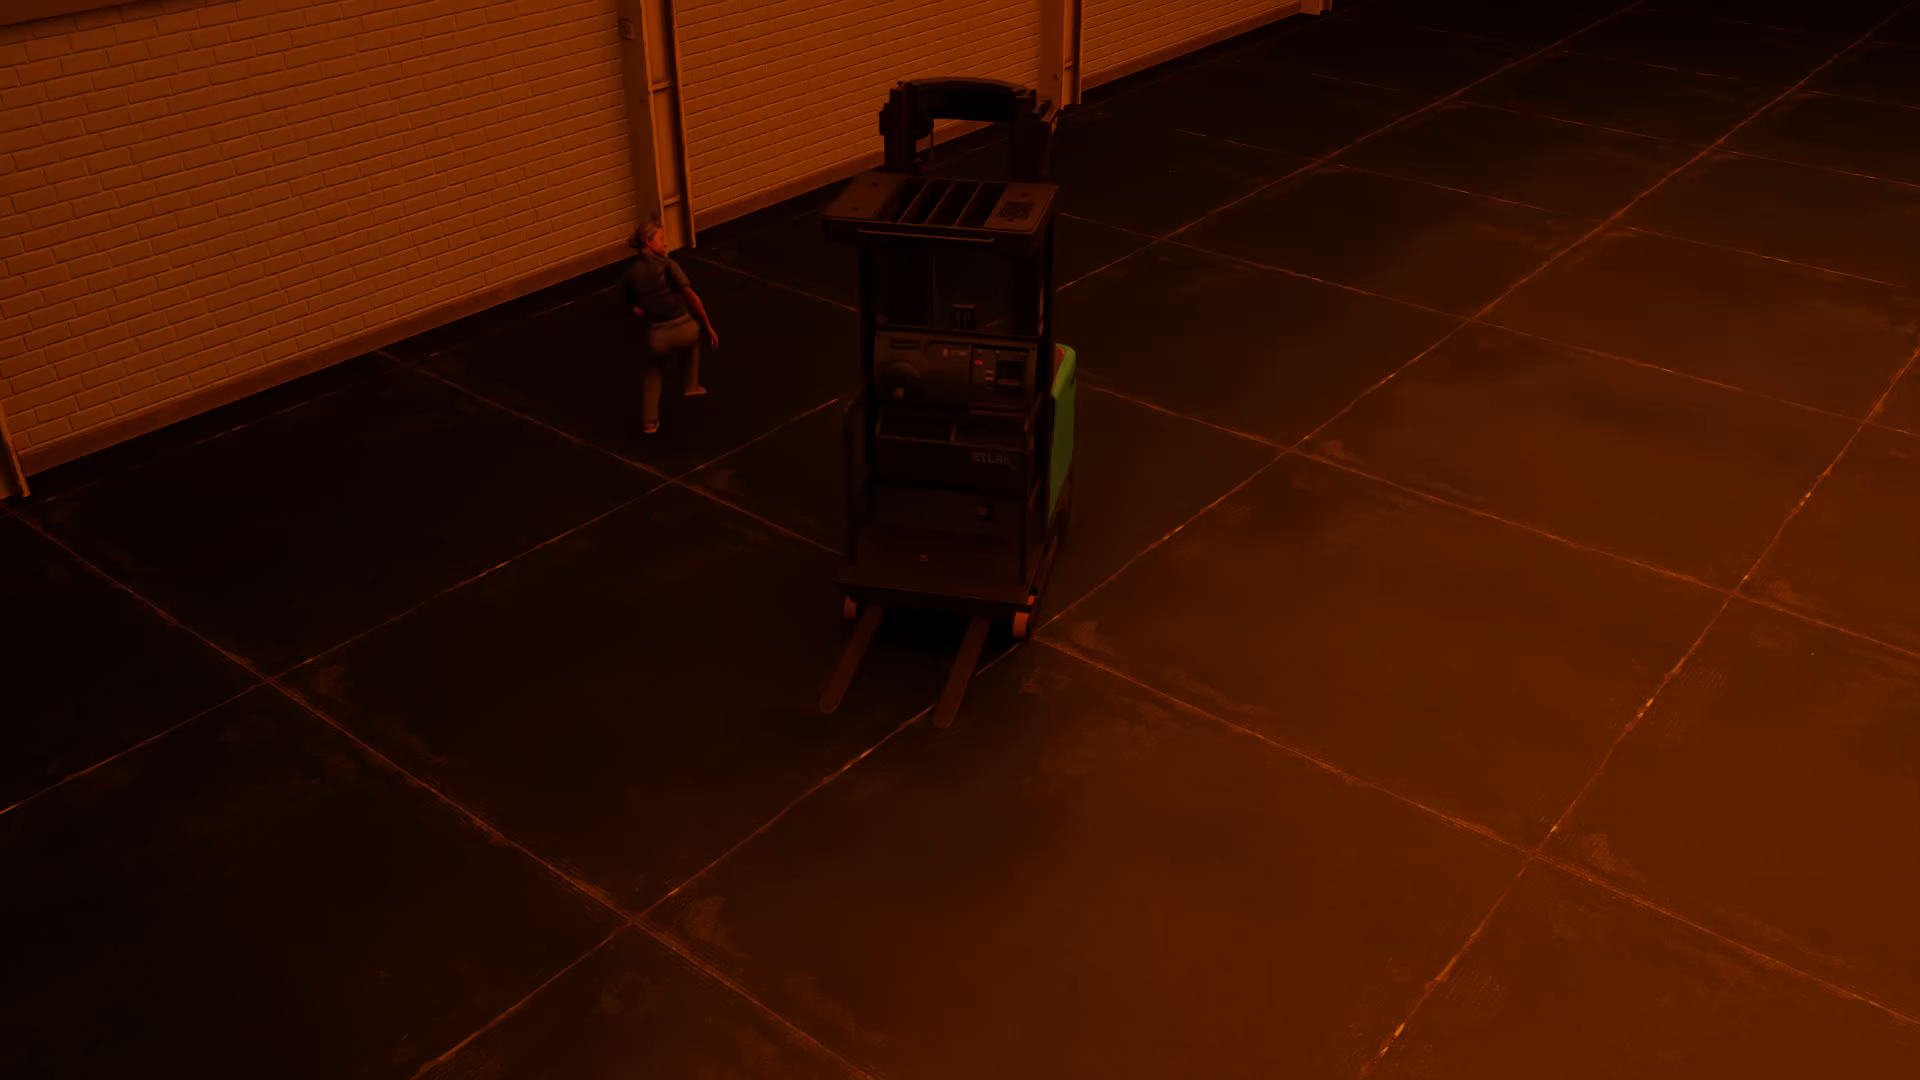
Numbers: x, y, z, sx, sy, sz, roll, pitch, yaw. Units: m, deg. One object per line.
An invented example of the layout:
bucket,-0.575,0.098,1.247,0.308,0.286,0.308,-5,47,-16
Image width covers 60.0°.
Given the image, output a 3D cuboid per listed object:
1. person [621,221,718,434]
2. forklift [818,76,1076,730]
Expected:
person,-1.981,-1.479,11.507,0.687,1.466,0.695,0,30,0
forklift,-0.073,-0.898,9.131,1.130,2.935,3.031,6,31,11
